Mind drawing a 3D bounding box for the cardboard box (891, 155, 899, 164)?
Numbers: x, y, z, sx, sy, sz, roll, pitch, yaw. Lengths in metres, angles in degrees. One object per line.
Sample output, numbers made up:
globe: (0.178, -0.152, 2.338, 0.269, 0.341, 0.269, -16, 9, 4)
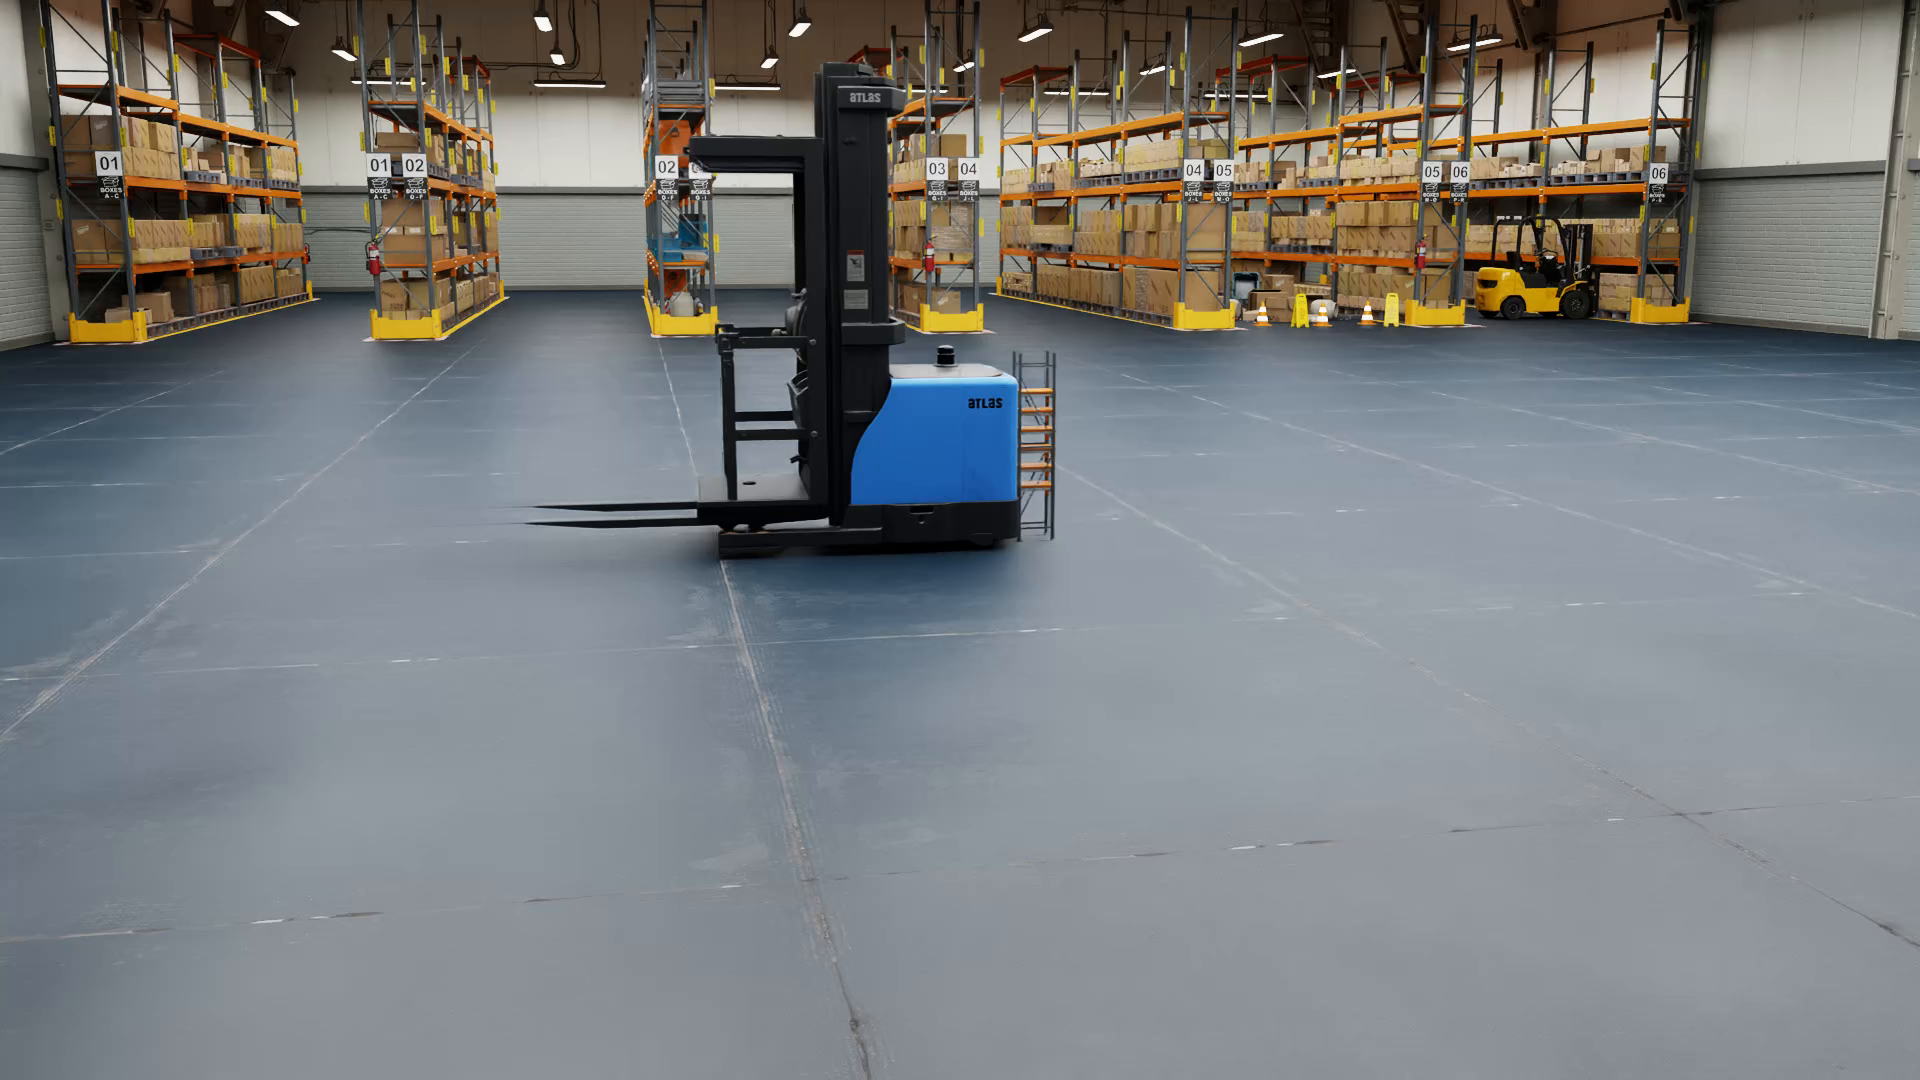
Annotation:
cardboard box: (-1.096, -8.171, 36.181, 0.797, 0.503, 0.637, -2, 11, -9)

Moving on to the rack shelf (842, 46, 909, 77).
rack shelf: (-2.085, -11.504, 40.108, 1.077, 0.370, 4.000, -2, 11, -11)

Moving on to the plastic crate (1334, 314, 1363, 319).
plastic crate: (8.304, -4.786, 35.628, 0.402, 0.080, 0.583, -6, 13, -31)

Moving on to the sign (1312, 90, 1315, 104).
sign: (8.555, -10.738, 40.336, 0.100, 0.325, 0.005, -2, 11, -11)

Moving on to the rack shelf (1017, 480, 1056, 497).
rack shelf: (0.470, -0.321, 10.697, 0.258, 0.103, 0.180, -2, 11, -10)

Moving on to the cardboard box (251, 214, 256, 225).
cardboard box: (-16.419, -7.321, 38.014, 0.500, 0.250, 0.500, -2, 11, -12)

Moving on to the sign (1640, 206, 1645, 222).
sign: (13.914, -6.654, 33.901, 0.100, 0.325, 0.005, -2, 11, -11)

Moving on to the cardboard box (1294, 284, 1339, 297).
cardboard box: (8.418, -5.809, 39.098, 0.950, 0.372, 0.625, -2, 11, -9)

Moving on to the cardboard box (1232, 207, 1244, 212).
cardboard box: (7.440, -8.932, 44.924, 0.380, 0.149, 0.250, -2, 11, -12)

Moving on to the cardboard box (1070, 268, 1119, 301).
cardboard box: (3.219, -6.059, 39.403, 1.050, 0.750, 0.750, -2, 11, -12)

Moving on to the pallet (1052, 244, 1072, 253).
pallet: (2.946, -7.106, 40.520, 1.213, 0.211, 1.003, -2, 11, -11)

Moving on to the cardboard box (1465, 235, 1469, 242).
cardboard box: (12.715, -7.534, 41.319, 0.500, 0.250, 0.500, -2, 11, -11)

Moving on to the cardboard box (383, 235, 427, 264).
cardboard box: (-9.936, -5.220, 29.831, 0.700, 0.500, 0.500, -2, 11, -11)

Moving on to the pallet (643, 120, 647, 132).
pallet: (-6.664, -9.522, 38.234, 1.213, 0.211, 1.003, -2, 11, -11)

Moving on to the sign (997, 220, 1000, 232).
sign: (1.101, -8.946, 47.360, 0.100, 0.325, 0.005, -2, 11, -11)

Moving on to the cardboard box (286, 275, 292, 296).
cardboard box: (-17.287, -6.410, 41.915, 0.700, 0.500, 0.500, -2, 11, -10)

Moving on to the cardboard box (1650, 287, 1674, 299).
cardboard box: (14.561, -5.181, 34.786, 0.500, 0.250, 0.500, -2, 11, -10)

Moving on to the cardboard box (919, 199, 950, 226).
cardboard box: (-0.489, -6.222, 31.629, 0.500, 0.500, 0.500, -2, 11, -11)

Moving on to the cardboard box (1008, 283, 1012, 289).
cardboard box: (1.549, -7.097, 46.464, 0.380, 0.149, 0.250, -2, 11, -10)

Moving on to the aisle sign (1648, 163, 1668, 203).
aisle sign: (14.174, -7.240, 33.760, 0.394, 0.787, 0.004, -2, 11, -11)

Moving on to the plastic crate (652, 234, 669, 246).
plastic crate: (-6.540, -6.455, 36.418, 0.402, 0.464, 0.583, -2, 11, -11)

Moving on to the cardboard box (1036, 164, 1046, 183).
cardboard box: (2.377, -9.462, 42.975, 0.700, 0.500, 0.500, -2, 11, -11)

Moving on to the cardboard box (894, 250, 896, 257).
cardboard box: (-1.171, -6.004, 34.890, 0.380, 0.149, 0.250, -2, 11, -11)

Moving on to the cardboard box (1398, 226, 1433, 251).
cardboard box: (9.205, -6.089, 33.603, 0.500, 0.500, 0.500, -2, 11, -12)

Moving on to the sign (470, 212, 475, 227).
sign: (-10.870, -7.141, 37.097, 0.100, 0.325, 0.005, -2, 11, -11)

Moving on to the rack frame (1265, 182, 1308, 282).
rack frame: (8.025, -7.272, 40.879, 1.000, 3.000, 0.127, -2, 11, -11)

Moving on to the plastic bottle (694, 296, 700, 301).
plastic bottle: (-5.268, -4.710, 33.330, 0.144, 0.351, 0.185, -2, 11, -11)

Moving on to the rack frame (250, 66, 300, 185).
rack frame: (-17.828, -10.785, 43.294, 1.000, 3.000, 0.127, -2, 11, -11)

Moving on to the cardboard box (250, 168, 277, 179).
cardboard box: (-16.926, -8.896, 40.402, 0.500, 0.250, 0.500, -2, 11, -11)

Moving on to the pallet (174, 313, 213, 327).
pallet: (-15.647, -4.410, 33.303, 1.003, 0.211, 1.213, -2, 11, -11)

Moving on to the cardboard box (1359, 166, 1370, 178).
cardboard box: (8.814, -7.807, 35.274, 0.500, 0.250, 0.500, -2, 11, -10)

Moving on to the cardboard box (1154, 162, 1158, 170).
cardboard box: (4.101, -7.493, 33.301, 0.380, 0.149, 0.250, -2, 11, -11)

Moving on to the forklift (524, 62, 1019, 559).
forklift: (-1.193, -1.430, 10.372, 3.031, 2.935, 1.130, -2, 11, -9)

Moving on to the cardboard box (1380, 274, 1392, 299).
cardboard box: (9.064, -5.261, 34.542, 0.500, 0.500, 0.500, -2, 11, -9)

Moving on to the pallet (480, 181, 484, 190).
pallet: (-12.134, -8.544, 40.046, 1.213, 0.211, 1.003, -2, 11, -11)

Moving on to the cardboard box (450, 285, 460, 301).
cardboard box: (-10.472, -5.034, 33.853, 0.500, 0.311, 0.500, -2, 11, -11)

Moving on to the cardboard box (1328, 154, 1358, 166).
cardboard box: (8.565, -8.491, 37.206, 0.500, 0.250, 0.500, -2, 11, -10)

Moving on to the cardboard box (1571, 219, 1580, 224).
cardboard box: (13.666, -6.975, 36.524, 0.380, 0.149, 0.250, -2, 11, -12)

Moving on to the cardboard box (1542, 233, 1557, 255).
cardboard box: (13.501, -6.677, 37.490, 0.500, 0.500, 0.500, -2, 11, -13)

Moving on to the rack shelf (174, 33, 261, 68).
rack shelf: (-16.661, -10.964, 37.269, 1.077, 0.370, 4.000, -2, 11, -11)

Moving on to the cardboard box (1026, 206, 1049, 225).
cardboard box: (2.054, -8.570, 43.961, 0.500, 0.500, 0.500, -3, 11, -13)

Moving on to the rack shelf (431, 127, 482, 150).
rack shelf: (-11.803, -9.316, 38.567, 1.077, 0.370, 4.000, -2, 11, -11)

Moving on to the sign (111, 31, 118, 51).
sign: (-14.184, -8.368, 27.885, 0.100, 0.325, 0.005, -2, 11, -11)

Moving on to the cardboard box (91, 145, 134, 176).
cardboard box: (-14.536, -6.507, 28.516, 0.500, 0.500, 0.500, -2, 11, -10)

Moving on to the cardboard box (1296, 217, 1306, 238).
cardboard box: (8.193, -7.298, 38.830, 0.500, 0.500, 0.500, -3, 11, -13)

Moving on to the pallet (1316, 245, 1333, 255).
pallet: (8.797, -6.589, 37.807, 1.003, 0.211, 1.213, -2, 11, -11)

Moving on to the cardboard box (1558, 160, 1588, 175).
cardboard box: (13.594, -8.243, 36.808, 0.500, 0.311, 0.500, -2, 11, -10)

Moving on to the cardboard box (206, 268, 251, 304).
cardboard box: (-16.286, -5.661, 37.042, 0.750, 0.750, 0.750, -2, 11, -12)

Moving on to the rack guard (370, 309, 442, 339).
rack guard: (-9.853, -3.852, 29.598, 1.175, 0.500, 0.348, -2, 11, -11)

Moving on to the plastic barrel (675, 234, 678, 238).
plastic barrel: (-6.145, -6.605, 37.078, 0.421, 0.512, 0.421, 0, 11, 0)

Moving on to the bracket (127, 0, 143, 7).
bracket: (-15.934, -10.277, 31.000, 0.076, 0.066, 4.783, -2, 11, -11)

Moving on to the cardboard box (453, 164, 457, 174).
cardboard box: (-11.151, -7.981, 35.863, 0.500, 0.250, 0.500, -2, 11, -9)

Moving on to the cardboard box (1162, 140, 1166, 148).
cardboard box: (4.198, -7.793, 32.744, 0.380, 0.149, 0.250, -2, 11, -10)

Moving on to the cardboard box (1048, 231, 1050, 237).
cardboard box: (2.393, -7.613, 41.424, 0.380, 0.149, 0.250, -2, 11, -10)

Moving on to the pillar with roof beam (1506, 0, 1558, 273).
pillar with roof beam: (9.808, -10.037, 39.363, 9.100, 9.000, 0.548, -2, 11, -11)

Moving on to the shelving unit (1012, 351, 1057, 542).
shelving unit: (0.470, -0.601, 10.644, 0.258, 1.200, 0.189, -2, 11, -10)
